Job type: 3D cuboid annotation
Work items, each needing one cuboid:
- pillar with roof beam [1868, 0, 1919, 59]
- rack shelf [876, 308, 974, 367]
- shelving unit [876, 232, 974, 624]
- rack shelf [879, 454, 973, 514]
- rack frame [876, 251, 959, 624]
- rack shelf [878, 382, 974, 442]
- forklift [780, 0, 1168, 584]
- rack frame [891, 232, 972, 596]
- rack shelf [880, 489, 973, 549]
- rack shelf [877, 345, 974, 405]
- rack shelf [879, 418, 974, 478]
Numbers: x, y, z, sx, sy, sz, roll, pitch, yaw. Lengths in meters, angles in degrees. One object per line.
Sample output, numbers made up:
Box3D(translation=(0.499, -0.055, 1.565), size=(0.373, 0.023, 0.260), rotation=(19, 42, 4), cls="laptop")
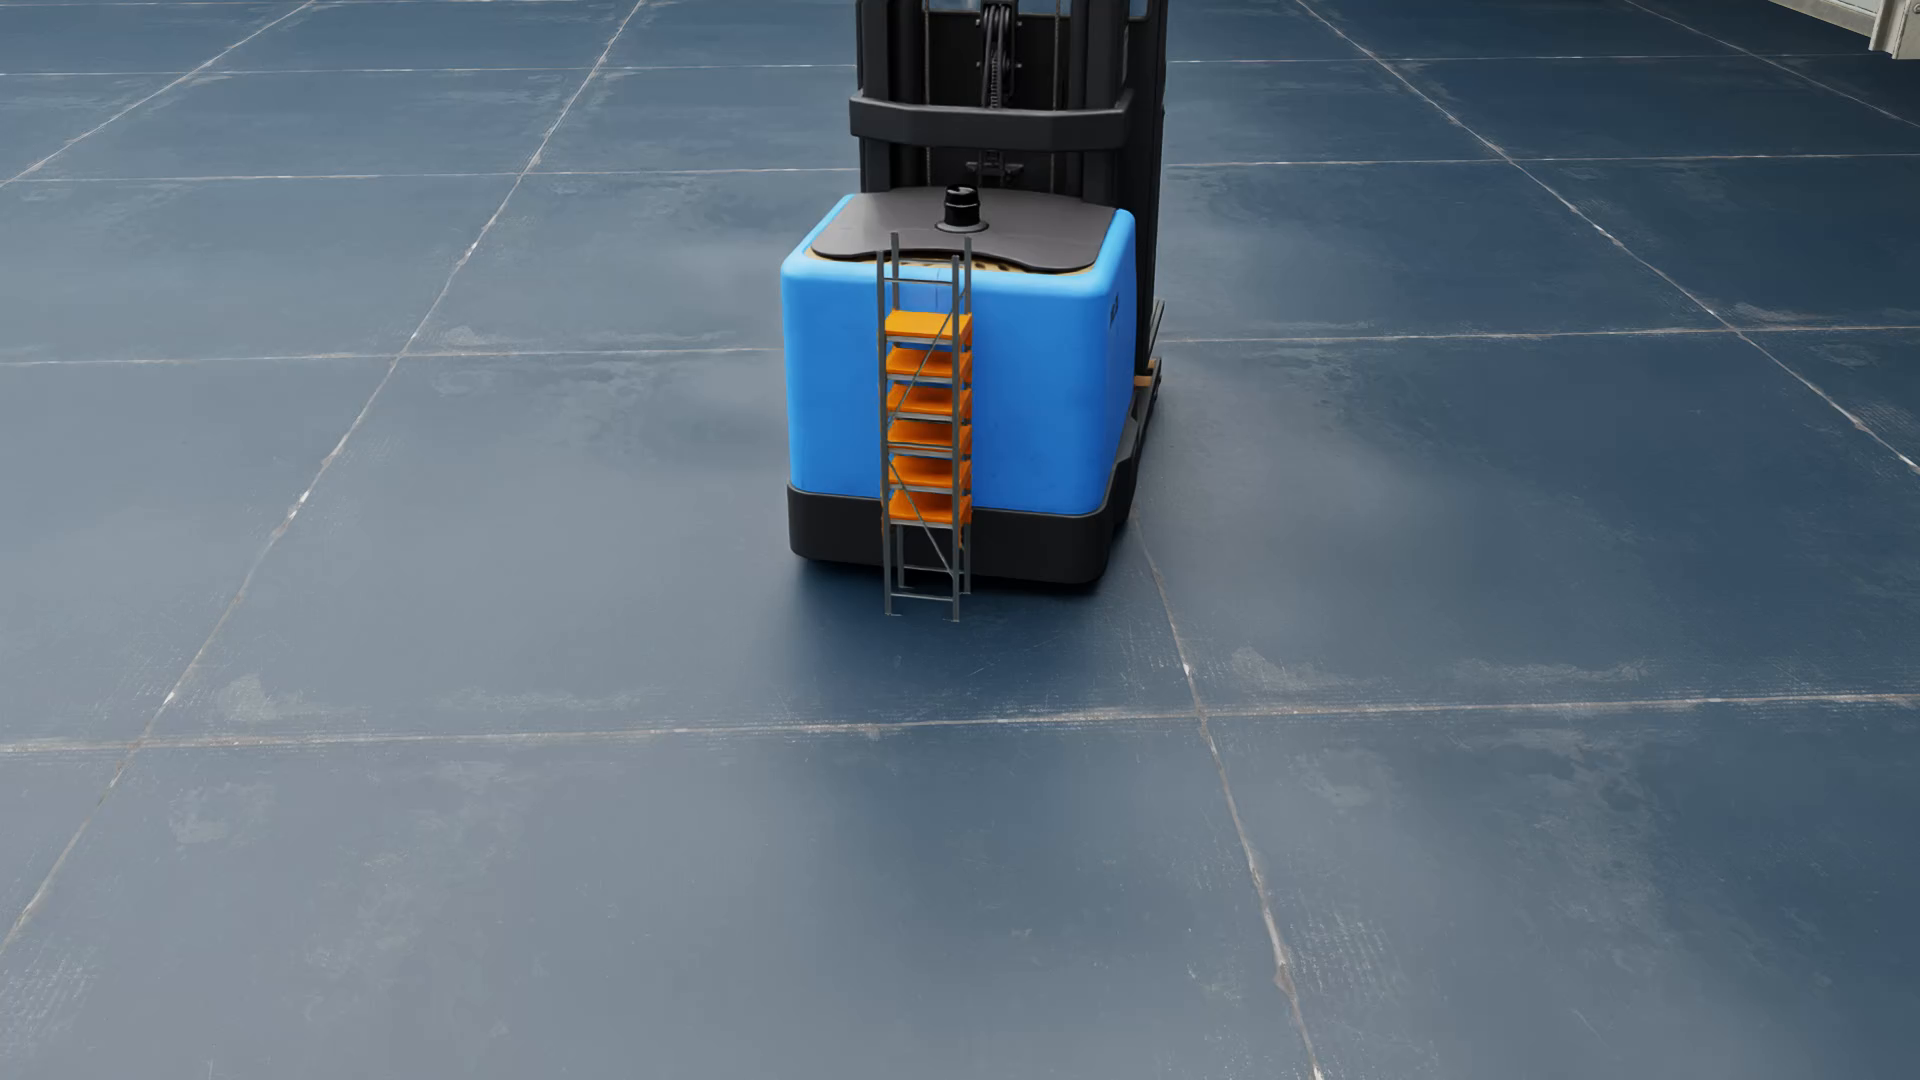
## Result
Box3D(translation=(3.102, -7.712, 10.805), size=(9.100, 9.000, 0.400), rotation=(-1, 28, -3), cls="pillar with roof beam")
Box3D(translation=(-0.102, -0.602, 4.924), size=(0.258, 0.103, 0.180), rotation=(5, 28, 10), cls="rack shelf")
Box3D(translation=(-0.102, -0.322, 5.070), size=(0.258, 1.200, 0.189), rotation=(5, 28, 10), cls="shelving unit")
Box3D(translation=(-0.102, -0.176, 5.146), size=(0.258, 0.103, 0.180), rotation=(5, 28, 10), cls="rack shelf")
Box3D(translation=(-0.120, -0.281, 4.990), size=(0.240, 1.200, 0.006), rotation=(5, 28, 10), cls="rack frame")
Box3D(translation=(-0.102, -0.389, 5.035), size=(0.258, 0.103, 0.180), rotation=(5, 28, 10), cls="rack shelf")
Box3D(translation=(0.224, -1.820, 6.070), size=(1.130, 2.935, 3.031), rotation=(5, 28, 10), cls="forklift")
Box3D(translation=(-0.084, -0.364, 5.149), size=(0.240, 1.200, 0.006), rotation=(5, 28, 10), cls="rack frame")
Box3D(translation=(-0.102, -0.070, 5.201), size=(0.258, 0.103, 0.180), rotation=(5, 28, 10), cls="rack shelf")
Box3D(translation=(-0.102, -0.495, 4.979), size=(0.258, 0.103, 0.180), rotation=(5, 28, 10), cls="rack shelf")
Box3D(translation=(-0.102, -0.283, 5.090), size=(0.258, 0.103, 0.180), rotation=(5, 28, 10), cls="rack shelf")
